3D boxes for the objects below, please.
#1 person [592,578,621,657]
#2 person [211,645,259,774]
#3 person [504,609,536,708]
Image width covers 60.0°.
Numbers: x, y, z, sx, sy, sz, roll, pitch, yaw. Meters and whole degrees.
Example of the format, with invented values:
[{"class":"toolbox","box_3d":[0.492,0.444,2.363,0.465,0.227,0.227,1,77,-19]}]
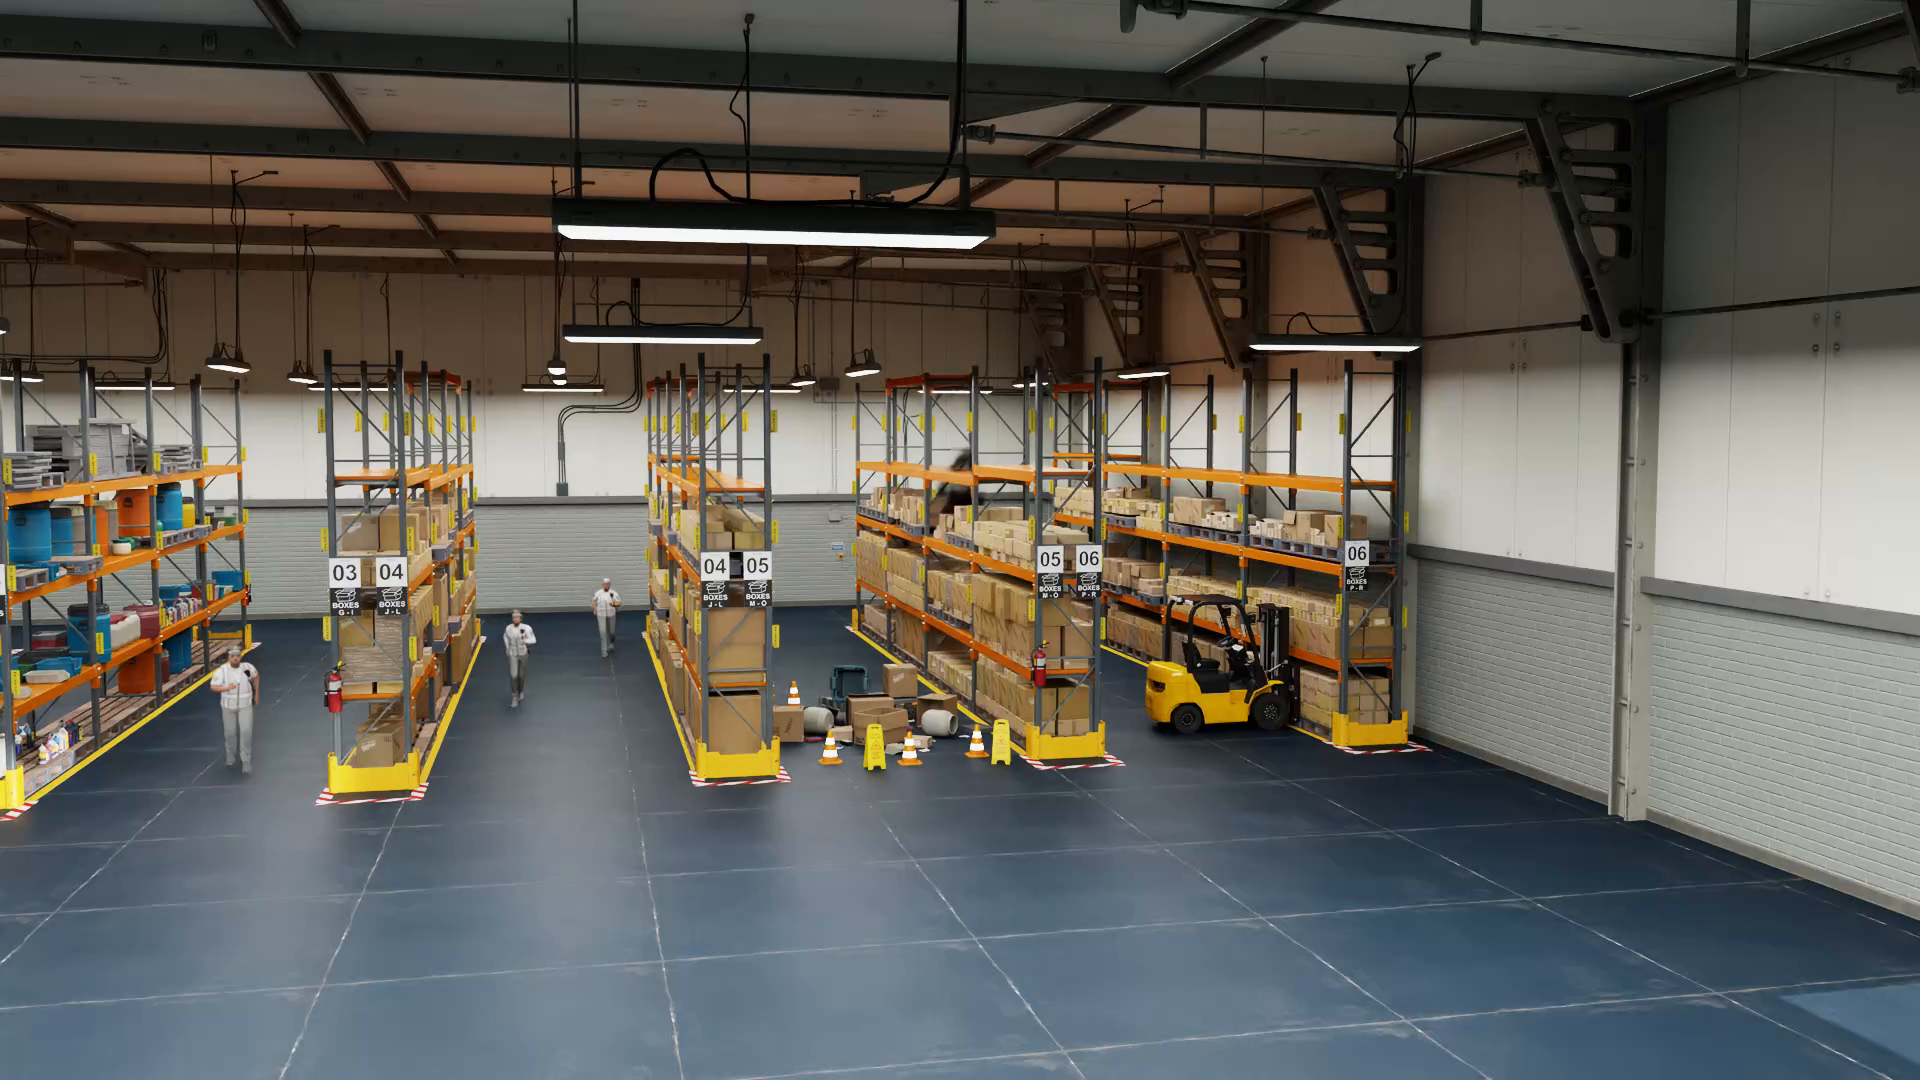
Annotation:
[{"class":"person","box_3d":[-7.654,1.654,36.034,0.611,1.645,0.934,-1,4,-14]},{"class":"person","box_3d":[-10.506,2.432,24.127,0.664,1.844,0.848,-2,4,-26]},{"class":"person","box_3d":[-7.864,2.099,29.720,0.584,1.754,0.760,-1,4,-11]}]
